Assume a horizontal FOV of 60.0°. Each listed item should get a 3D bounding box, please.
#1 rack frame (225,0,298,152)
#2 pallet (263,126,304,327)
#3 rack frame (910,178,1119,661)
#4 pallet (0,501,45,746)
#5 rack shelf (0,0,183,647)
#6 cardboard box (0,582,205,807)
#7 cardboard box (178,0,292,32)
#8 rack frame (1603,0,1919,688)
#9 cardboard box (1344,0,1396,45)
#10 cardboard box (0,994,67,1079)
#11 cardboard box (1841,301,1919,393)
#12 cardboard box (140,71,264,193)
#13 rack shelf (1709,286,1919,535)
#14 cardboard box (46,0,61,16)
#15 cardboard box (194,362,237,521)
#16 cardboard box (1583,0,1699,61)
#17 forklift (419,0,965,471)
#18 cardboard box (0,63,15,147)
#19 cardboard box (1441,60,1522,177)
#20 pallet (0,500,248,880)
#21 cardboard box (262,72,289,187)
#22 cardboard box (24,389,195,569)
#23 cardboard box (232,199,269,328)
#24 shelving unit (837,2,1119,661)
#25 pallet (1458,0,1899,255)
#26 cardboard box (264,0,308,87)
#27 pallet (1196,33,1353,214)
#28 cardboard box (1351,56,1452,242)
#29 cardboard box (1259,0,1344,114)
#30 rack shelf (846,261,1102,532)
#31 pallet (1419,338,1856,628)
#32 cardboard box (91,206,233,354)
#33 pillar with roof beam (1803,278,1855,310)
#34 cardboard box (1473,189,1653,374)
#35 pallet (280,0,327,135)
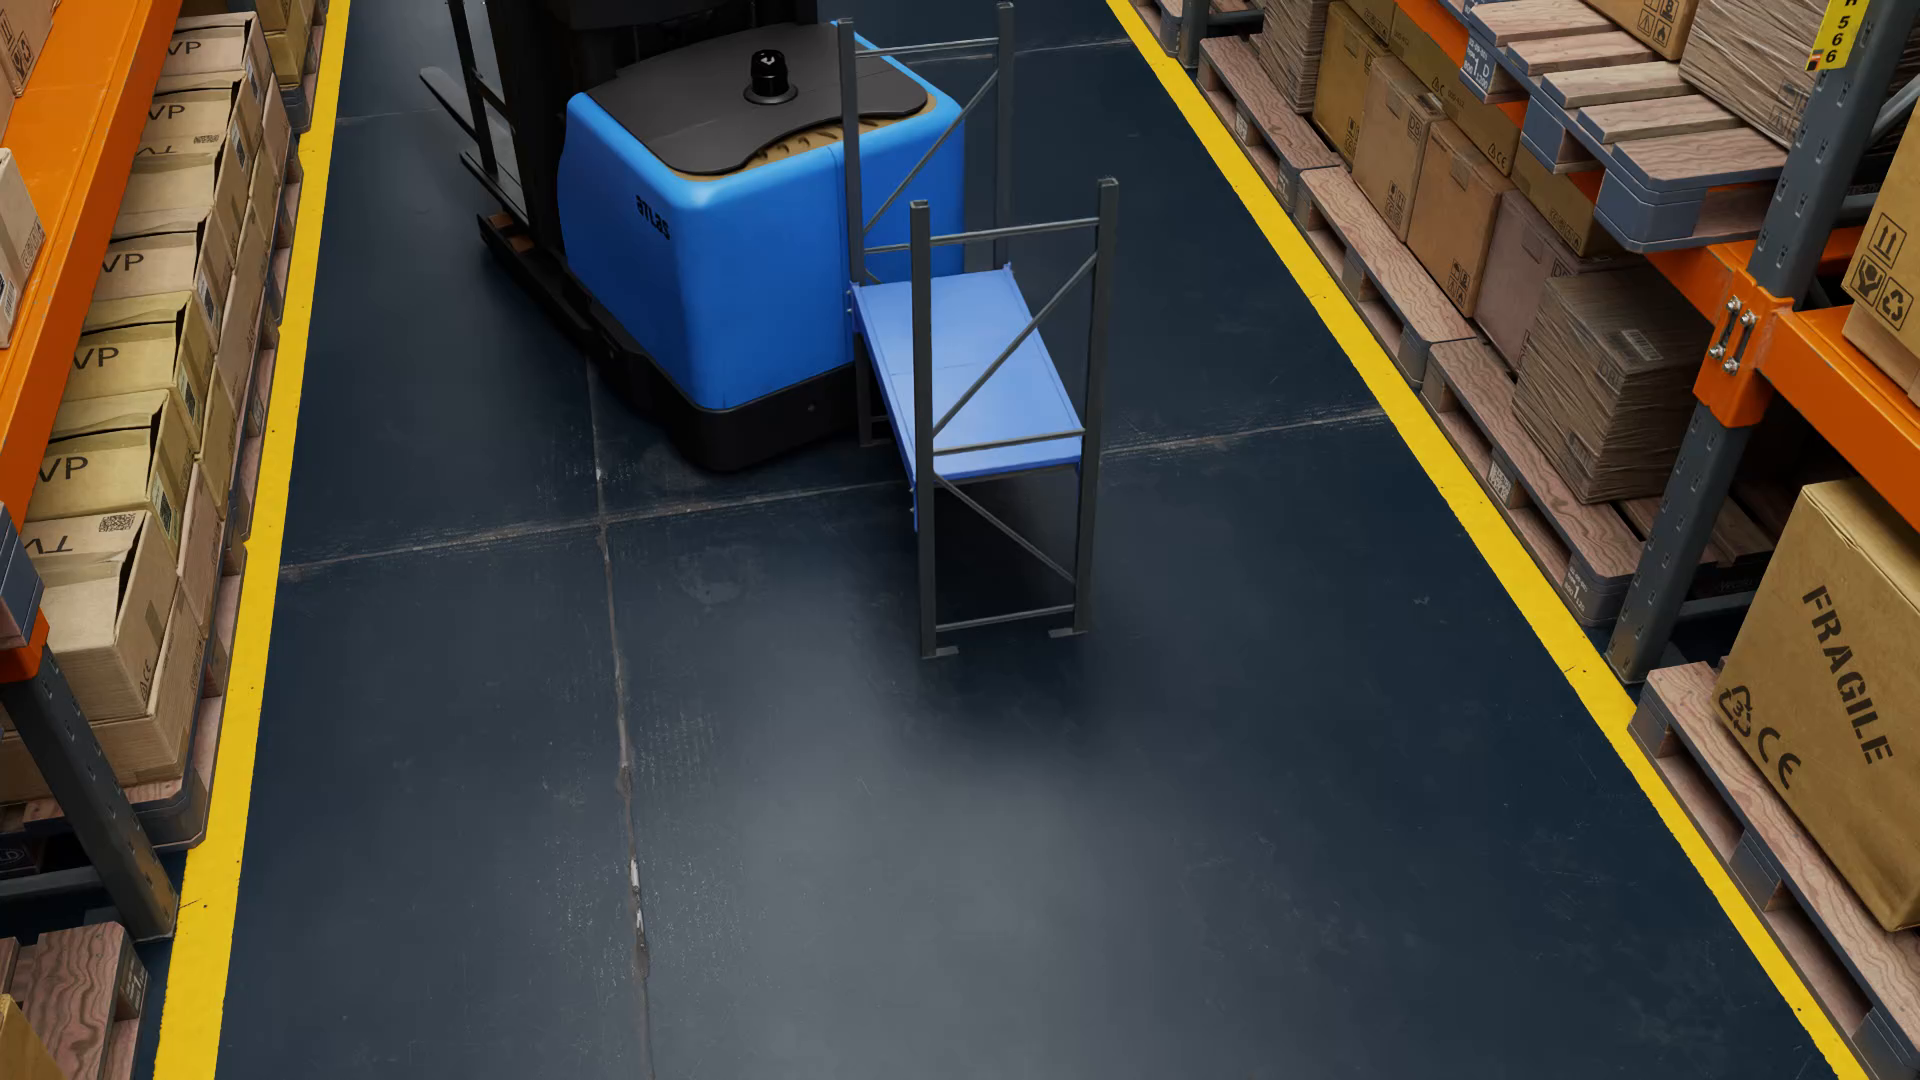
[{"bbox_3d":[-3.318,-2.691,6.022,1.000,3.000,0.127,-8,42,-9],"label":"rack frame"},{"bbox_3d":[-3.121,-1.176,6.416,1.003,0.211,1.213,-8,42,-9],"label":"pallet"},{"bbox_3d":[0.129,-0.256,4.408,0.500,1.500,0.032,-9,42,-9],"label":"rack frame"},{"bbox_3d":[-2.240,0.403,2.681,1.213,0.211,1.003,-8,42,-9],"label":"pallet"},{"bbox_3d":[-2.886,-1.126,4.800,1.077,0.370,4.000,-8,42,-9],"label":"rack shelf"},{"bbox_3d":[-2.281,0.392,4.304,0.500,0.250,0.500,-8,42,-9],"label":"cardboard box"},{"bbox_3d":[-3.112,-2.446,6.936,0.500,0.500,0.500,-8,42,-9],"label":"cardboard box"},{"bbox_3d":[2.381,-0.810,3.903,1.000,3.000,0.127,-8,42,-9],"label":"rack frame"},{"bbox_3d":[1.792,-2.154,6.403,0.500,0.250,0.500,-9,42,-10],"label":"cardboard box"},{"bbox_3d":[-2.024,1.245,3.140,0.500,0.500,0.500,-7,42,-8],"label":"cardboard box"},{"bbox_3d":[2.226,-0.477,3.702,0.380,0.149,0.250,-9,42,-10],"label":"cardboard box"},{"bbox_3d":[-2.832,-1.472,5.981,0.500,0.311,0.500,-7,42,-8],"label":"cardboard box"},{"bbox_3d":[2.813,0.755,2.682,1.077,0.370,4.000,-8,42,-9],"label":"rack shelf"},{"bbox_3d":[-3.055,-1.887,5.041,0.500,0.500,0.500,-6,42,-6],"label":"cardboard box"},{"bbox_3d":[-2.508,-0.270,5.050,0.500,0.250,0.500,-9,42,-10],"label":"cardboard box"},{"bbox_3d":[2.123,-1.674,4.470,0.700,0.500,0.500,-12,43,-13],"label":"cardboard box"},{"bbox_3d":[-1.214,-2.263,5.591,1.130,2.935,3.031,-24,47,-25],"label":"forklift"},{"bbox_3d":[-2.833,-1.221,4.291,0.500,0.500,0.500,-10,43,-12],"label":"cardboard box"},{"bbox_3d":[1.997,-1.491,5.657,0.500,0.250,0.500,-9,42,-9],"label":"cardboard box"},{"bbox_3d":[-2.594,0.405,4.634,1.003,0.211,1.213,-8,42,-9],"label":"pallet"},{"bbox_3d":[-2.946,-1.593,6.539,0.500,0.250,0.500,-9,42,-10],"label":"cardboard box"},{"bbox_3d":[-2.403,-0.158,4.500,0.500,0.311,0.500,-9,42,-10],"label":"cardboard box"},{"bbox_3d":[-2.727,-0.933,5.796,0.500,0.250,0.500,-7,42,-8],"label":"cardboard box"},{"bbox_3d":[0.017,-0.585,4.779,0.538,1.500,1.048,-9,42,-9],"label":"shelving unit"},{"bbox_3d":[2.124,-1.185,4.470,1.213,0.211,1.003,-8,42,-9],"label":"pallet"},{"bbox_3d":[-3.122,-2.164,7.183,0.500,0.250,0.500,-8,42,-9],"label":"cardboard box"},{"bbox_3d":[1.688,-1.856,7.182,1.003,0.211,1.213,-8,42,-9],"label":"pallet"},{"bbox_3d":[1.924,-1.494,6.225,0.700,0.500,0.500,-8,42,-9],"label":"cardboard box"},{"bbox_3d":[1.693,-2.158,6.973,0.700,0.500,0.500,-7,42,-8],"label":"cardboard box"},{"bbox_3d":[0.017,-0.450,4.898,0.538,0.185,1.000,-9,42,-9],"label":"rack shelf"},{"bbox_3d":[2.214,-0.274,5.400,1.003,0.211,1.213,-8,42,-9],"label":"pallet"},{"bbox_3d":[-2.622,-0.822,5.248,0.500,0.311,0.500,-9,42,-10],"label":"cardboard box"},{"bbox_3d":[-1.258,-3.404,2.306,9.100,9.000,0.400,-8,42,-9],"label":"pillar with roof beam"},{"bbox_3d":[2.177,-0.850,5.499,0.700,0.500,0.500,-8,42,-9],"label":"cardboard box"},{"bbox_3d":[-3.449,-2.170,7.535,1.003,0.211,1.213,-8,42,-9],"label":"pallet"}]
